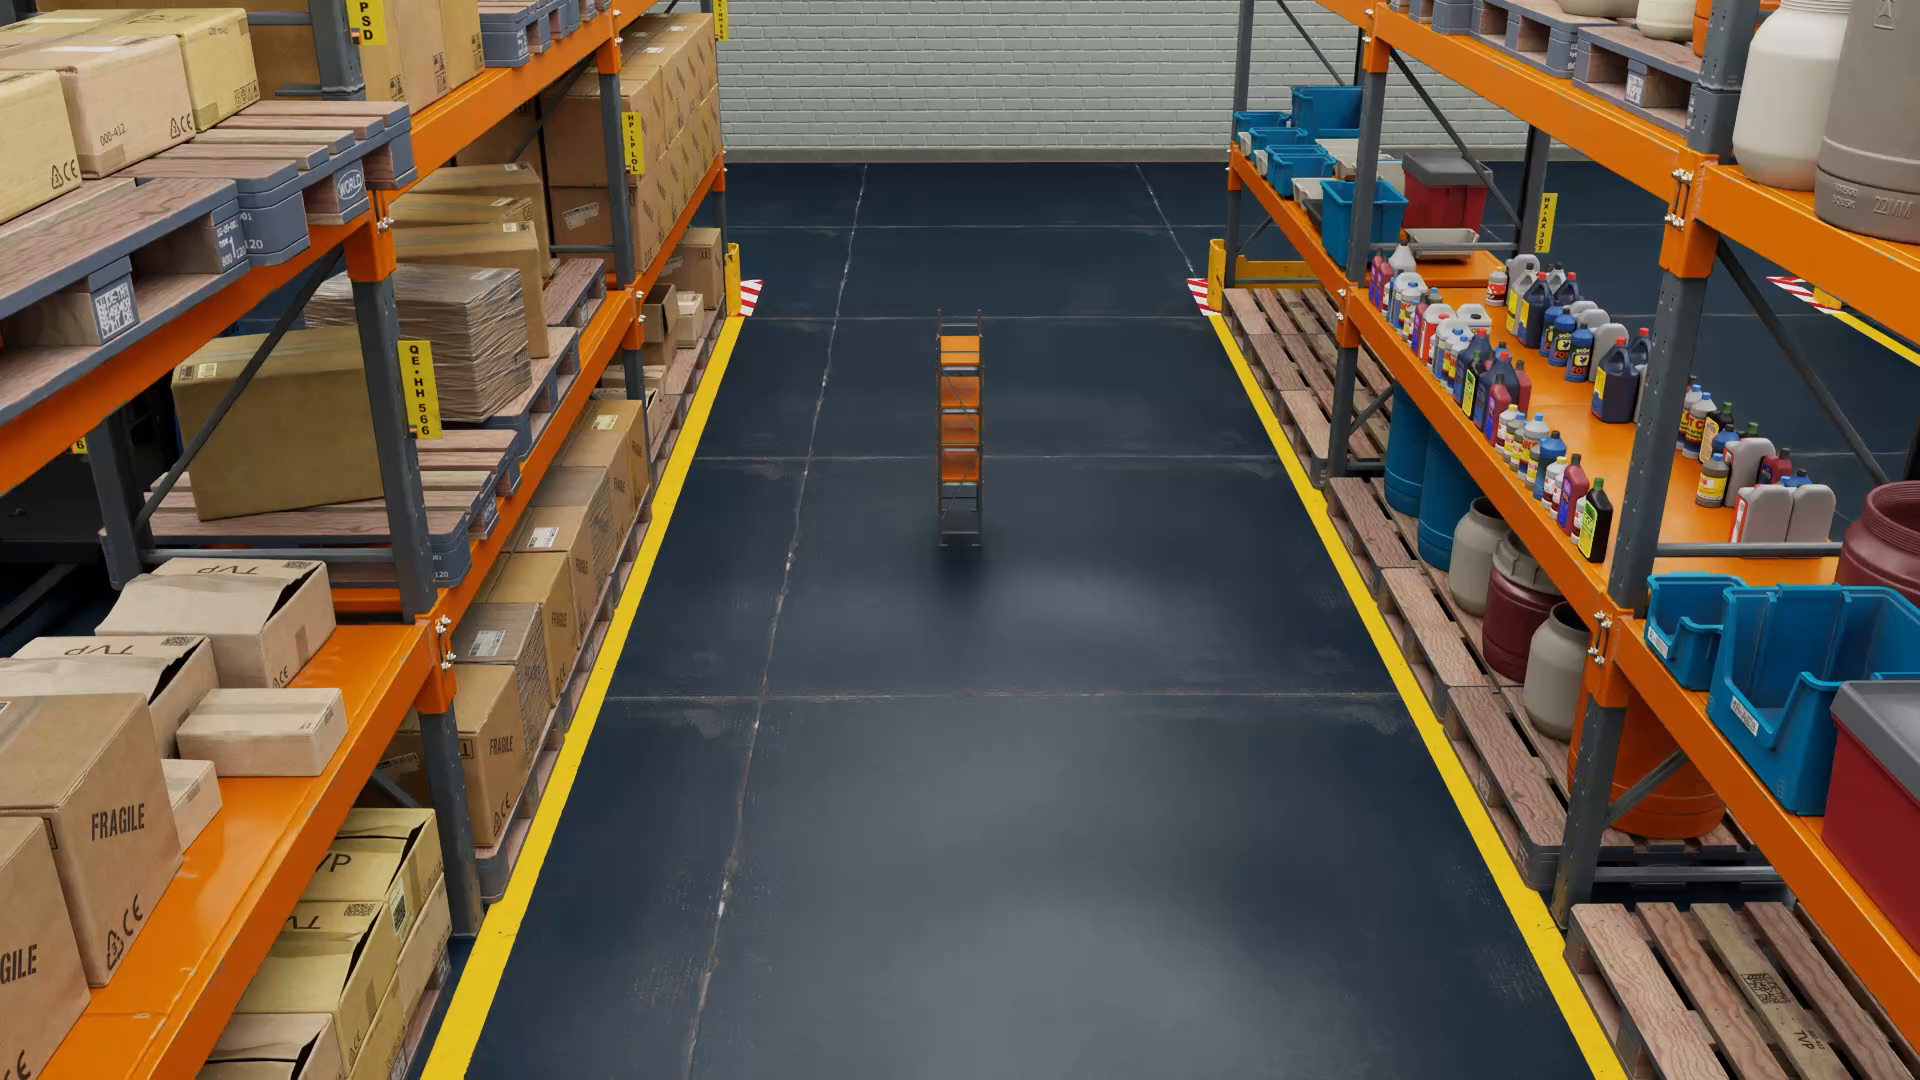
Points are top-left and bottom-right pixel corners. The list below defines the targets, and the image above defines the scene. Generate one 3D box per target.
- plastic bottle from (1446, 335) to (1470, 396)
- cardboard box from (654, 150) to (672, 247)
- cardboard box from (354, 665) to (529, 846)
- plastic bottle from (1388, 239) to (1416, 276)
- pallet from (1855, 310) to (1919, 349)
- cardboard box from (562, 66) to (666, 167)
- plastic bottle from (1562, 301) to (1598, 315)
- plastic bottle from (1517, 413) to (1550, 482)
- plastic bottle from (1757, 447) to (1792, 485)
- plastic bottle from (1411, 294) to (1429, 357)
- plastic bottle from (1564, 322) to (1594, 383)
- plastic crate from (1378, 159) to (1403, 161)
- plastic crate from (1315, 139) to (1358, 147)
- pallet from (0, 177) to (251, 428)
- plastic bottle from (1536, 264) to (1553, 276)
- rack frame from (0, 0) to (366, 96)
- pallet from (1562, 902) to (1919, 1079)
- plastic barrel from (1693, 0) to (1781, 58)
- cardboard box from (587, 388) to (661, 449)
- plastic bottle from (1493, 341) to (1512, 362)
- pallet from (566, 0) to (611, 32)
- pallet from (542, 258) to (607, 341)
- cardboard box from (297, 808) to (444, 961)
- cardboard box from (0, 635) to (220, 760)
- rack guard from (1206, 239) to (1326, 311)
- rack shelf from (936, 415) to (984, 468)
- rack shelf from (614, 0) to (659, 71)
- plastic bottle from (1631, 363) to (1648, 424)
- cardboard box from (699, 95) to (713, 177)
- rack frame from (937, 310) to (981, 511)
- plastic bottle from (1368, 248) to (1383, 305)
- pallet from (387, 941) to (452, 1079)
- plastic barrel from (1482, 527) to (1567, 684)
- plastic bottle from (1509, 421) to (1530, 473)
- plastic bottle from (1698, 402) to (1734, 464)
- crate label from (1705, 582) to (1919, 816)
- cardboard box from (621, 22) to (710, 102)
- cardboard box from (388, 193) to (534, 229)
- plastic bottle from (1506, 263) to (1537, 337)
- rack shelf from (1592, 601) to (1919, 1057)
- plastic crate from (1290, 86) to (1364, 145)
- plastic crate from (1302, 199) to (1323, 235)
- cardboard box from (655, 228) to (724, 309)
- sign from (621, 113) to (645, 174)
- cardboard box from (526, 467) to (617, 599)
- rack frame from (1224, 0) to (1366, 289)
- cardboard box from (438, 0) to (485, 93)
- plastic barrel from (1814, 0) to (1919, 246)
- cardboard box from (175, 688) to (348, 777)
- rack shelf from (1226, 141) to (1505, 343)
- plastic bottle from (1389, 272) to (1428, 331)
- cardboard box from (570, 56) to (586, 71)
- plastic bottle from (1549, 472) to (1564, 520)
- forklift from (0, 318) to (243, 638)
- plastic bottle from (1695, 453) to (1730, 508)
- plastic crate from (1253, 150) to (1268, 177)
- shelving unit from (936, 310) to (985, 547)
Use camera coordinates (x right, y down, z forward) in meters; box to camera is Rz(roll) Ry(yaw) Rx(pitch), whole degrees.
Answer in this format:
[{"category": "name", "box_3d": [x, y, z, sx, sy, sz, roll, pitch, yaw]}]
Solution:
[{"category": "plastic bottle", "box_3d": [2.263, -0.793, 7.519, 0.097, 0.271, 0.097, 0, 24, 0]}, {"category": "cardboard box", "box_3d": [-2.044, -2.056, 10.034, 0.500, 0.500, 0.500, 0, 24, 0]}, {"category": "cardboard box", "box_3d": [-1.977, 0.810, 6.319, 0.500, 0.500, 0.500, 1, 24, 2]}, {"category": "plastic bottle", "box_3d": [2.331, -1.423, 8.817, 0.144, 0.351, 0.185, 0, 24, -1]}, {"category": "pallet", "box_3d": [7.647, -1.680, 12.708, 1.003, 0.211, 1.213, 0, 24, -1]}, {"category": "cardboard box", "box_3d": [-2.032, -2.497, 9.797, 0.500, 0.500, 0.500, -1, 24, -2]}, {"category": "plastic bottle", "box_3d": [2.988, -1.033, 8.045, 0.152, 0.276, 0.135, 0, 24, -1]}, {"category": "plastic bottle", "box_3d": [2.274, -0.370, 6.584, 0.097, 0.271, 0.097, 0, 24, 0]}, {"category": "plastic bottle", "box_3d": [3.055, -0.223, 6.244, 0.061, 0.283, 0.133, 0, 24, -1]}, {"category": "plastic bottle", "box_3d": [2.238, -1.037, 8.044, 0.061, 0.283, 0.133, 0, 24, -1]}, {"category": "plastic bottle", "box_3d": [2.868, -0.872, 7.693, 0.097, 0.271, 0.097, 0, 24, 0]}, {"category": "plastic crate", "box_3d": [2.886, -2.363, 10.965, 0.416, 0.233, 0.300, 0, 24, -1]}, {"category": "plastic crate", "box_3d": [2.797, -2.829, 12.112, 0.396, 0.136, 0.243, 0, 24, -1]}, {"category": "pallet", "box_3d": [-2.146, -0.481, 3.262, 1.003, 0.211, 1.213, 1, 24, 2]}, {"category": "plastic bottle", "box_3d": [3.027, -1.300, 8.625, 0.061, 0.283, 0.133, 0, 24, -1]}, {"category": "rack frame", "box_3d": [-2.258, -2.673, 4.241, 1.000, 3.000, 0.127, 0, 24, -1]}, {"category": "pallet", "box_3d": [2.664, 1.629, 5.391, 1.003, 0.211, 1.213, 0, 24, -1]}, {"category": "plastic barrel", "box_3d": [2.692, -1.948, 5.247, 0.600, 0.830, 0.708, 0, 24, -1]}, {"category": "cardboard box", "box_3d": [-2.090, -0.737, 9.969, 0.500, 0.311, 0.500, 0, 24, -1]}, {"category": "plastic bottle", "box_3d": [2.408, -0.753, 7.431, 0.097, 0.271, 0.097, 0, 24, 0]}, {"category": "pallet", "box_3d": [-2.365, -2.600, 7.947, 1.213, 0.211, 1.003, 0, 24, -1]}, {"category": "pallet", "box_3d": [-2.402, -1.171, 8.432, 1.003, 0.211, 1.213, 0, 24, -1]}, {"category": "cardboard box", "box_3d": [-2.006, 1.081, 5.367, 0.500, 0.311, 0.500, 0, 24, 1]}, {"category": "cardboard box", "box_3d": [-2.442, 0.470, 4.679, 0.500, 0.311, 0.500, -1, 24, -1]}, {"category": "rack guard", "box_3d": [2.594, -2.128, 13.348, 1.175, 0.500, 0.348, 0, 24, -1]}, {"category": "rack shelf", "box_3d": [-0.002, -0.554, 9.181, 0.258, 0.148, 0.480, 0, 24, -1]}, {"category": "rack shelf", "box_3d": [-2.324, -3.451, 10.474, 1.077, 0.370, 4.000, 0, 24, -1]}, {"category": "plastic bottle", "box_3d": [2.998, -0.655, 7.209, 0.152, 0.276, 0.135, 0, 24, -1]}, {"category": "cardboard box", "box_3d": [-2.059, -2.885, 11.867, 0.500, 0.500, 0.500, 0, 24, 0]}, {"category": "rack frame", "box_3d": [-0.004, -0.715, 9.376, 0.240, 1.200, 0.015, 0, 24, -1]}, {"category": "plastic bottle", "box_3d": [2.229, -1.403, 8.853, 0.061, 0.283, 0.133, 0, 24, -1]}, {"category": "pallet", "box_3d": [-2.288, 1.670, 5.301, 1.003, 0.211, 1.213, 0, 24, -1]}, {"category": "plastic barrel", "box_3d": [2.660, 0.280, 7.408, 0.600, 0.588, 0.708, 0, 24, -1]}, {"category": "plastic bottle", "box_3d": [2.273, -0.378, 6.687, 0.097, 0.201, 0.097, 0, 24, 0]}, {"category": "plastic bottle", "box_3d": [3.050, -0.428, 6.699, 0.061, 0.283, 0.133, 0, 24, -1]}, {"category": "crate label", "box_3d": [2.435, 0.434, 4.608, 0.502, 0.435, 0.616, 0, 24, -1]}, {"category": "cardboard box", "box_3d": [-2.059, -3.347, 11.676, 0.500, 0.500, 0.500, 0, 24, 1]}, {"category": "cardboard box", "box_3d": [-2.450, -1.346, 7.955, 0.700, 0.500, 0.500, 4, 25, 8]}, {"category": "plastic bottle", "box_3d": [2.844, -1.208, 8.342, 0.144, 0.351, 0.185, 0, 24, -1]}, {"category": "rack shelf", "box_3d": [2.717, 1.191, 3.849, 1.077, 0.370, 4.000, 0, 24, -1]}, {"category": "plastic crate", "box_3d": [2.798, -3.163, 12.489, 0.616, 0.435, 0.499, 0, 24, -1]}, {"category": "plastic crate", "box_3d": [2.370, -1.971, 10.229, 0.437, 0.125, 0.590, 0, 24, -1]}, {"category": "cardboard box", "box_3d": [-2.093, -2.075, 12.697, 0.500, 0.500, 0.500, 0, 24, -1]}, {"category": "sign", "box_3d": [-1.747, -2.120, 8.892, 0.100, 0.325, 0.005, 0, 24, -1]}, {"category": "cardboard box", "box_3d": [-2.008, -0.037, 8.192, 0.500, 0.500, 0.500, 0, 24, 0]}, {"category": "rack frame", "box_3d": [2.608, -3.257, 12.812, 1.000, 3.000, 0.127, 0, 24, -1]}, {"category": "cardboard box", "box_3d": [-2.308, -1.956, 6.174, 0.910, 0.500, 0.500, 0, 24, -1]}, {"category": "plastic barrel", "box_3d": [2.487, -1.216, 4.051, 0.600, 0.901, 0.600, 0, 24, 0]}, {"category": "cardboard box", "box_3d": [-1.972, 0.544, 4.712, 0.380, 0.149, 0.250, 0, 24, -1]}, {"category": "rack shelf", "box_3d": [2.629, -2.105, 11.138, 1.077, 0.370, 4.000, 0, 24, -1]}, {"category": "plastic bottle", "box_3d": [2.279, -1.209, 8.434, 0.152, 0.276, 0.135, 0, 24, -1]}, {"category": "cardboard box", "box_3d": [-2.580, -2.715, 10.279, 0.500, 0.500, 0.500, 0, 24, 0]}, {"category": "plastic bottle", "box_3d": [2.278, -0.178, 6.244, 0.097, 0.201, 0.097, 0, 24, 0]}, {"category": "forklift", "box_3d": [-4.810, -1.201, 8.349, 1.130, 2.935, 3.031, 1, 24, 1]}, {"category": "plastic bottle", "box_3d": [2.884, -0.232, 6.365, 0.097, 0.201, 0.097, 0, 24, 0]}, {"category": "plastic crate", "box_3d": [2.209, -2.649, 11.714, 0.250, 0.136, 0.298, 0, 24, -1]}, {"category": "shelving unit", "box_3d": [-0.002, -0.615, 9.154, 0.258, 1.200, 0.503, 0, 24, -1]}]
